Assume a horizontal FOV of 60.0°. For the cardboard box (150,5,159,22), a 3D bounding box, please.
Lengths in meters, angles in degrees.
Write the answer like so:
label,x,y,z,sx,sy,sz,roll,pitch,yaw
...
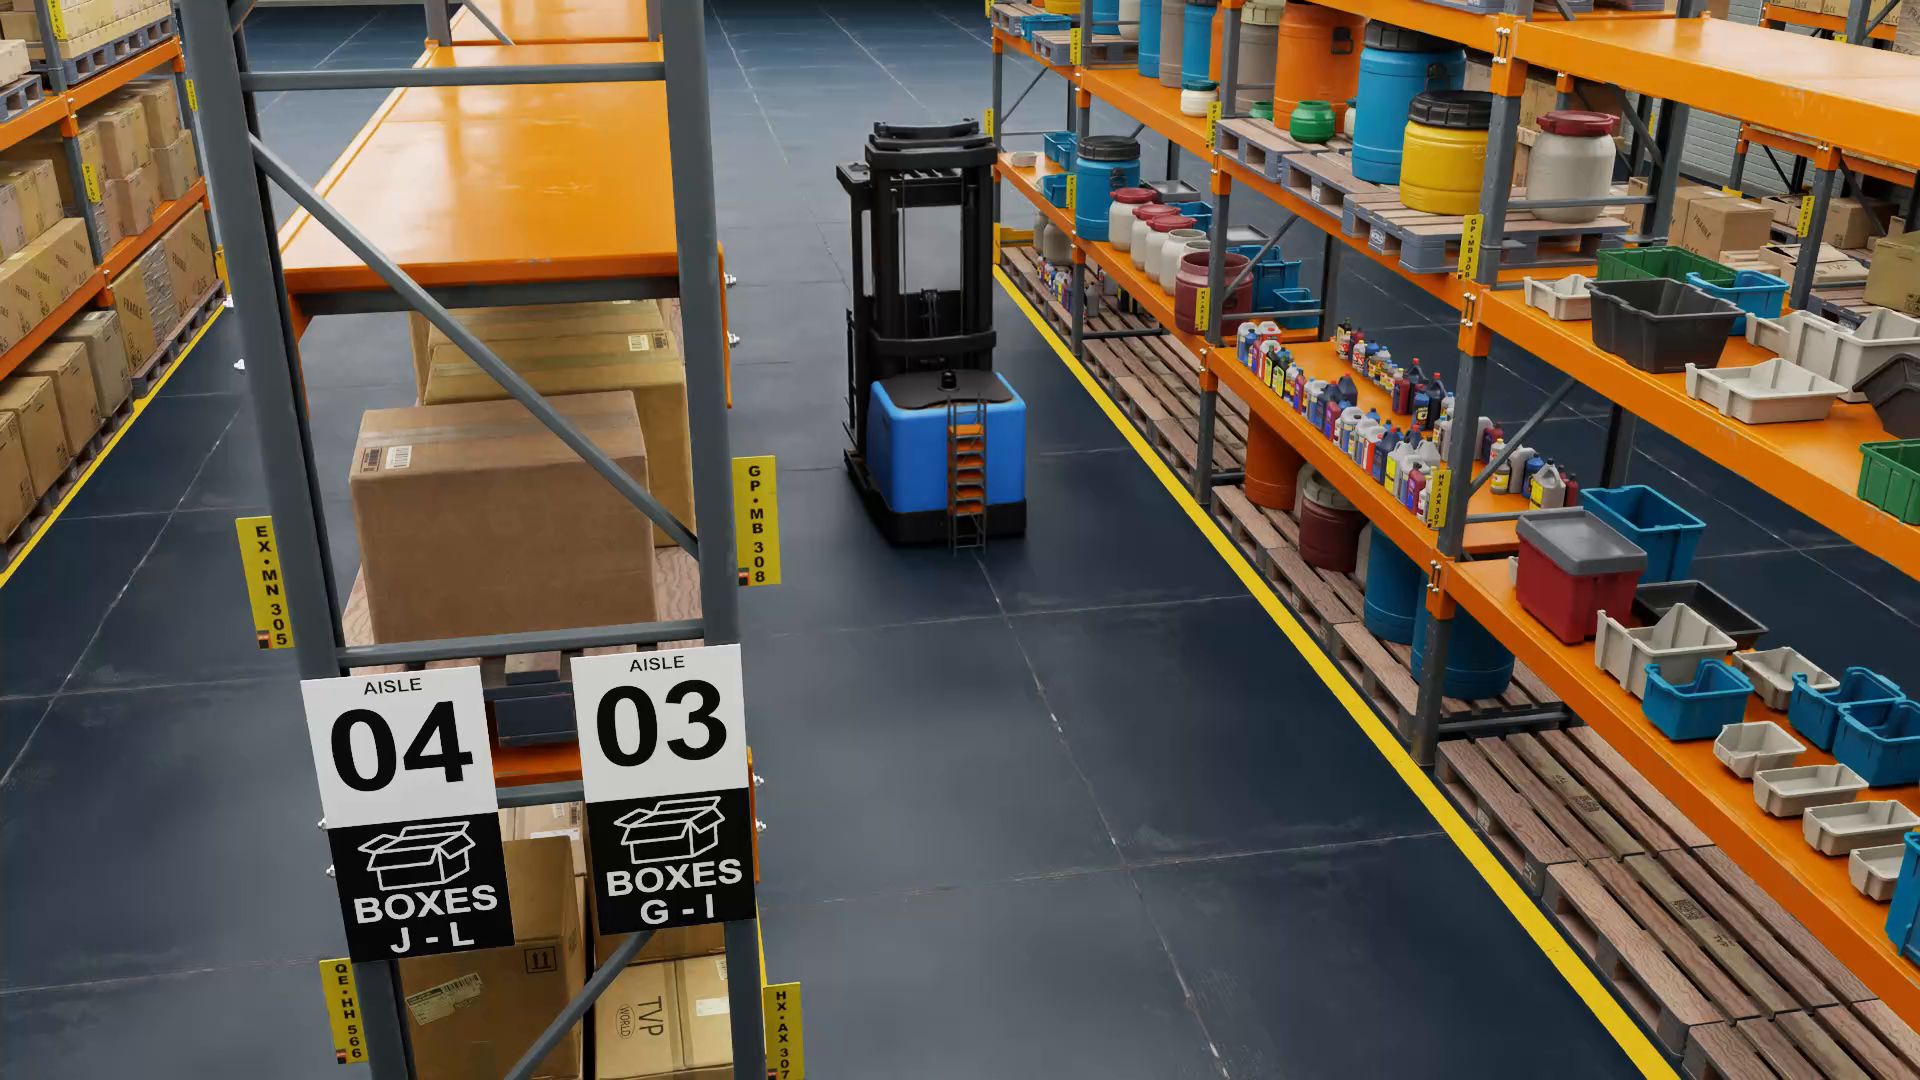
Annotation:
label,x,y,z,sx,sy,sz,roll,pitch,yaw
cardboard box,-8.387,-5.350,16.911,0.380,0.149,0.250,-4,24,-9

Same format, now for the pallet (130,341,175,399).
label,x,y,z,sx,sy,sz,roll,pitch,yaw
pallet,-8.199,-1.612,15.919,1.003,0.211,1.213,-4,24,-10

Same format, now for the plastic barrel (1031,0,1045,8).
label,x,y,z,sx,sy,sz,roll,pitch,yaw
plastic barrel,1.100,-6.434,18.667,0.600,0.830,0.708,-4,24,-10

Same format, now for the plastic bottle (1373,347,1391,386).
label,x,y,z,sx,sy,sz,roll,pitch,yaw
plastic bottle,2.977,-1.228,11.717,0.097,0.271,0.097,0,24,0

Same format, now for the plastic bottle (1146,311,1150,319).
label,x,y,z,sx,sy,sz,roll,pitch,yaw
plastic bottle,1.978,-2.396,17.176,0.097,0.201,0.097,0,24,0

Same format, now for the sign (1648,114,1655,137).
label,x,y,z,sx,sy,sz,roll,pitch,yaw
sign,7.025,-4.182,16.972,0.100,0.325,0.005,-4,24,-10

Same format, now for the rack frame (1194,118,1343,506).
label,x,y,z,sx,sy,sz,roll,pitch,yaw
rack frame,2.365,-1.705,12.649,1.000,3.000,0.127,-4,24,-10

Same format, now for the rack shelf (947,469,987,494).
label,x,y,z,sx,sy,sz,roll,pitch,yaw
rack shelf,0.051,-0.425,12.078,0.258,0.103,0.180,-6,24,-12

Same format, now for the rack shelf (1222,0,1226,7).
label,x,y,z,sx,sy,sz,roll,pitch,yaw
rack shelf,1.995,-4.728,13.474,1.077,0.370,4.000,-4,24,-10

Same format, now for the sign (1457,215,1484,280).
label,x,y,z,sx,sy,sz,roll,pitch,yaw
sign,2.563,-1.471,8.353,0.100,0.325,0.005,-4,24,-10

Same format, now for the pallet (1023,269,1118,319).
label,x,y,z,sx,sy,sz,roll,pitch,yaw
pallet,1.313,-2.749,18.523,1.003,0.211,1.213,-4,24,-10

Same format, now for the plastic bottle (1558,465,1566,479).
label,x,y,z,sx,sy,sz,roll,pitch,yaw
plastic bottle,3.431,-0.307,9.593,0.061,0.283,0.133,-4,24,-10

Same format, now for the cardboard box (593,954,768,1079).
label,x,y,z,sx,sy,sz,roll,pitch,yaw
cardboard box,-0.847,1.532,5.053,0.500,0.250,0.500,-5,24,-11

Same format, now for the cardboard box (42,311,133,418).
label,x,y,z,sx,sy,sz,roll,pitch,yaw
cardboard box,-7.933,-1.509,14.485,1.050,0.750,0.750,-4,24,-10

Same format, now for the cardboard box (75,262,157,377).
label,x,y,z,sx,sy,sz,roll,pitch,yaw
cardboard box,-8.183,-2.056,15.582,0.875,0.875,0.875,-4,24,-9

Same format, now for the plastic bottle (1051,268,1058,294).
label,x,y,z,sx,sy,sz,roll,pitch,yaw
plastic bottle,1.034,-2.813,18.045,0.097,0.271,0.097,0,24,0

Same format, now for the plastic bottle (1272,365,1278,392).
label,x,y,z,sx,sy,sz,roll,pitch,yaw
plastic bottle,2.232,-1.138,11.599,0.097,0.201,0.097,0,24,0

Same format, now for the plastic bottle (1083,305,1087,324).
label,x,y,z,sx,sy,sz,roll,pitch,yaw
plastic bottle,1.252,-2.317,16.998,0.097,0.201,0.097,0,24,0

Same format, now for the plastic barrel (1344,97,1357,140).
label,x,y,z,sx,sy,sz,roll,pitch,yaw
plastic barrel,2.707,-2.798,11.052,0.301,0.262,0.301,0,24,0

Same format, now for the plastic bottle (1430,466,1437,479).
label,x,y,z,sx,sy,sz,roll,pitch,yaw
plastic bottle,2.765,-0.332,9.754,0.097,0.201,0.097,0,24,0

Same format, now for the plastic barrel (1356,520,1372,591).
label,x,y,z,sx,sy,sz,roll,pitch,yaw
plastic barrel,2.873,0.093,11.115,0.421,0.512,0.421,0,24,0

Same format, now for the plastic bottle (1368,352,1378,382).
label,x,y,z,sx,sy,sz,roll,pitch,yaw
plastic bottle,2.959,-1.234,11.819,0.097,0.201,0.097,0,24,0

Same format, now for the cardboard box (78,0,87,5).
label,x,y,z,sx,sy,sz,roll,pitch,yaw
cardboard box,-7.964,-4.816,14.692,0.380,0.149,0.250,-5,24,-10

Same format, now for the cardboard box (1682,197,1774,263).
label,x,y,z,sx,sy,sz,roll,pitch,yaw
cardboard box,6.907,-2.775,14.974,0.500,0.500,0.500,-6,24,-13

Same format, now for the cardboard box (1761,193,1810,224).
label,x,y,z,sx,sy,sz,roll,pitch,yaw
cardboard box,10.661,-4.276,21.345,0.500,0.311,0.500,-7,25,-16

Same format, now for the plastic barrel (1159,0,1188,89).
label,x,y,z,sx,sy,sz,roll,pitch,yaw
plastic barrel,2.053,-4.442,14.541,0.600,0.901,0.600,0,24,0

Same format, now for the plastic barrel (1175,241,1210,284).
label,x,y,z,sx,sy,sz,roll,pitch,yaw
plastic barrel,1.964,-2.145,13.517,0.421,0.512,0.421,0,24,0

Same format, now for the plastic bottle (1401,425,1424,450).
label,x,y,z,sx,sy,sz,roll,pitch,yaw
plastic bottle,2.720,-0.530,10.020,0.144,0.351,0.185,-4,24,-10

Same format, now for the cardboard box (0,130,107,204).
label,x,y,z,sx,sy,sz,roll,pitch,yaw
cardboard box,-8.170,-3.296,14.755,0.875,0.550,0.550,-4,24,-10

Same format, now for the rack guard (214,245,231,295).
label,x,y,z,sx,sy,sz,roll,pitch,yaw
rack guard,-8.880,-3.022,18.787,1.175,0.500,0.348,-4,24,-10

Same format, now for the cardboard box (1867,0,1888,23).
label,x,y,z,sx,sy,sz,roll,pitch,yaw
cardboard box,10.722,-6.238,19.129,0.500,0.500,0.500,-3,24,-6

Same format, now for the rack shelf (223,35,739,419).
label,x,y,z,sx,sy,sz,roll,pitch,yaw
rack shelf,-1.394,-1.215,5.429,1.077,0.370,4.000,-4,24,-10

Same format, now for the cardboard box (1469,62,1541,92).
label,x,y,z,sx,sy,sz,roll,pitch,yaw
cardboard box,6.127,-5.050,18.562,0.700,0.500,0.500,-4,24,-10

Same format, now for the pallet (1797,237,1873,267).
label,x,y,z,sx,sy,sz,roll,pitch,yaw
pallet,10.973,-3.476,20.188,1.003,0.211,1.213,-4,24,-10

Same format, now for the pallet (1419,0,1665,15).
label,x,y,z,sx,sy,sz,roll,pitch,yaw
pallet,2.921,-2.934,8.704,1.003,0.211,1.213,-4,24,-10

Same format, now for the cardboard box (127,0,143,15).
label,x,y,z,sx,sy,sz,roll,pitch,yaw
cardboard box,-8.327,-5.272,16.235,0.500,0.250,0.500,-4,24,-10

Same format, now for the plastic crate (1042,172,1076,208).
label,x,y,z,sx,sy,sz,roll,pitch,yaw
plastic crate,1.153,-3.626,17.232,0.499,0.251,0.616,-4,24,-10

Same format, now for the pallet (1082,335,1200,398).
label,x,y,z,sx,sy,sz,roll,pitch,yaw
pallet,1.808,-1.695,16.109,1.003,0.211,1.213,-4,24,-10

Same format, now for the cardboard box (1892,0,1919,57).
label,x,y,z,sx,sy,sz,roll,pitch,yaw
cardboard box,7.308,-3.777,12.271,0.500,0.500,0.500,-4,24,-10

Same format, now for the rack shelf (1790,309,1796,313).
label,x,y,z,sx,sy,sz,roll,pitch,yaw
rack shelf,7.603,-0.954,11.828,1.077,0.370,4.000,-4,24,-10

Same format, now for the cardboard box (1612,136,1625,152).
label,x,y,z,sx,sy,sz,roll,pitch,yaw
cardboard box,6.634,-4.107,17.213,0.380,0.149,0.250,-4,24,-10

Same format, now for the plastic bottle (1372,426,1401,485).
label,x,y,z,sx,sy,sz,roll,pitch,yaw
plastic bottle,2.578,-0.519,9.995,0.144,0.351,0.185,-4,24,-10

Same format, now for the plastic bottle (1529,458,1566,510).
label,x,y,z,sx,sy,sz,roll,pitch,yaw
plastic bottle,3.350,-0.288,9.465,0.144,0.351,0.185,-4,24,-10

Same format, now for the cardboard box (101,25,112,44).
label,x,y,z,sx,sy,sz,roll,pitch,yaw
cardboard box,-8.059,-4.651,15.310,0.380,0.149,0.250,-5,24,-11

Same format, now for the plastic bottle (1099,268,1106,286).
label,x,y,z,sx,sy,sz,roll,pitch,yaw
plastic bottle,1.582,-2.909,18.352,0.097,0.201,0.097,0,24,0

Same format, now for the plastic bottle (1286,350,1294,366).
label,x,y,z,sx,sy,sz,roll,pitch,yaw
plastic bottle,2.332,-1.255,11.866,0.097,0.201,0.097,0,24,0

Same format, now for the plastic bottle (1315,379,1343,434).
label,x,y,z,sx,sy,sz,roll,pitch,yaw
plastic bottle,2.409,-0.880,10.821,0.144,0.351,0.185,-4,24,-10

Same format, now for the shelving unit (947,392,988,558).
label,x,y,z,sx,sy,sz,roll,pitch,yaw
shelving unit,0.051,-0.466,12.061,0.258,1.200,0.189,-6,24,-12

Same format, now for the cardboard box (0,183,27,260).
label,x,y,z,sx,sy,sz,roll,pitch,yaw
cardboard box,-7.848,-2.493,13.078,0.700,0.500,0.500,-4,24,-9

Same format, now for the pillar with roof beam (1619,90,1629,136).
label,x,y,z,sx,sy,sz,roll,pitch,yaw
pillar with roof beam,6.261,-10.164,24.522,9.100,9.000,0.400,-4,24,-10

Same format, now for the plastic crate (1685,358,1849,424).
label,x,y,z,sx,sy,sz,roll,pitch,yaw
plastic crate,3.218,-0.607,6.716,0.437,0.136,0.530,-4,24,-10

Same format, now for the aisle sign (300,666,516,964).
label,x,y,z,sx,sy,sz,roll,pitch,yaw
aisle sign,-1.305,0.667,3.969,0.394,0.787,0.004,-4,24,-10

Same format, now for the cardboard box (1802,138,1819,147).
label,x,y,z,sx,sy,sz,roll,pitch,yaw
cardboard box,10.598,-4.906,20.140,0.500,0.250,0.500,-5,24,-11

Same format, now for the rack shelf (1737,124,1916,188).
label,x,y,z,sx,sy,sz,roll,pitch,yaw
rack shelf,10.991,-4.469,19.876,1.077,0.370,4.000,-4,24,-10

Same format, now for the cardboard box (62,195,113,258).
label,x,y,z,sx,sy,sz,roll,pitch,yaw
cardboard box,-8.216,-2.798,14.963,0.875,0.550,0.550,-4,24,-10

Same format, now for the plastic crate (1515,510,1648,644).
label,x,y,z,sx,sy,sz,roll,pitch,yaw
plastic crate,3.023,0.181,8.175,0.402,0.464,0.583,-4,24,-10

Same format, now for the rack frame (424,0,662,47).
label,x,y,z,sx,sy,sz,roll,pitch,yaw
rack frame,-1.763,-2.515,7.007,1.000,3.000,0.127,-4,24,-10

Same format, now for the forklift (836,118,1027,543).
label,x,y,z,sx,sy,sz,roll,pitch,yaw
forklift,-0.343,-1.885,13.147,1.130,2.935,3.031,-6,24,-12
